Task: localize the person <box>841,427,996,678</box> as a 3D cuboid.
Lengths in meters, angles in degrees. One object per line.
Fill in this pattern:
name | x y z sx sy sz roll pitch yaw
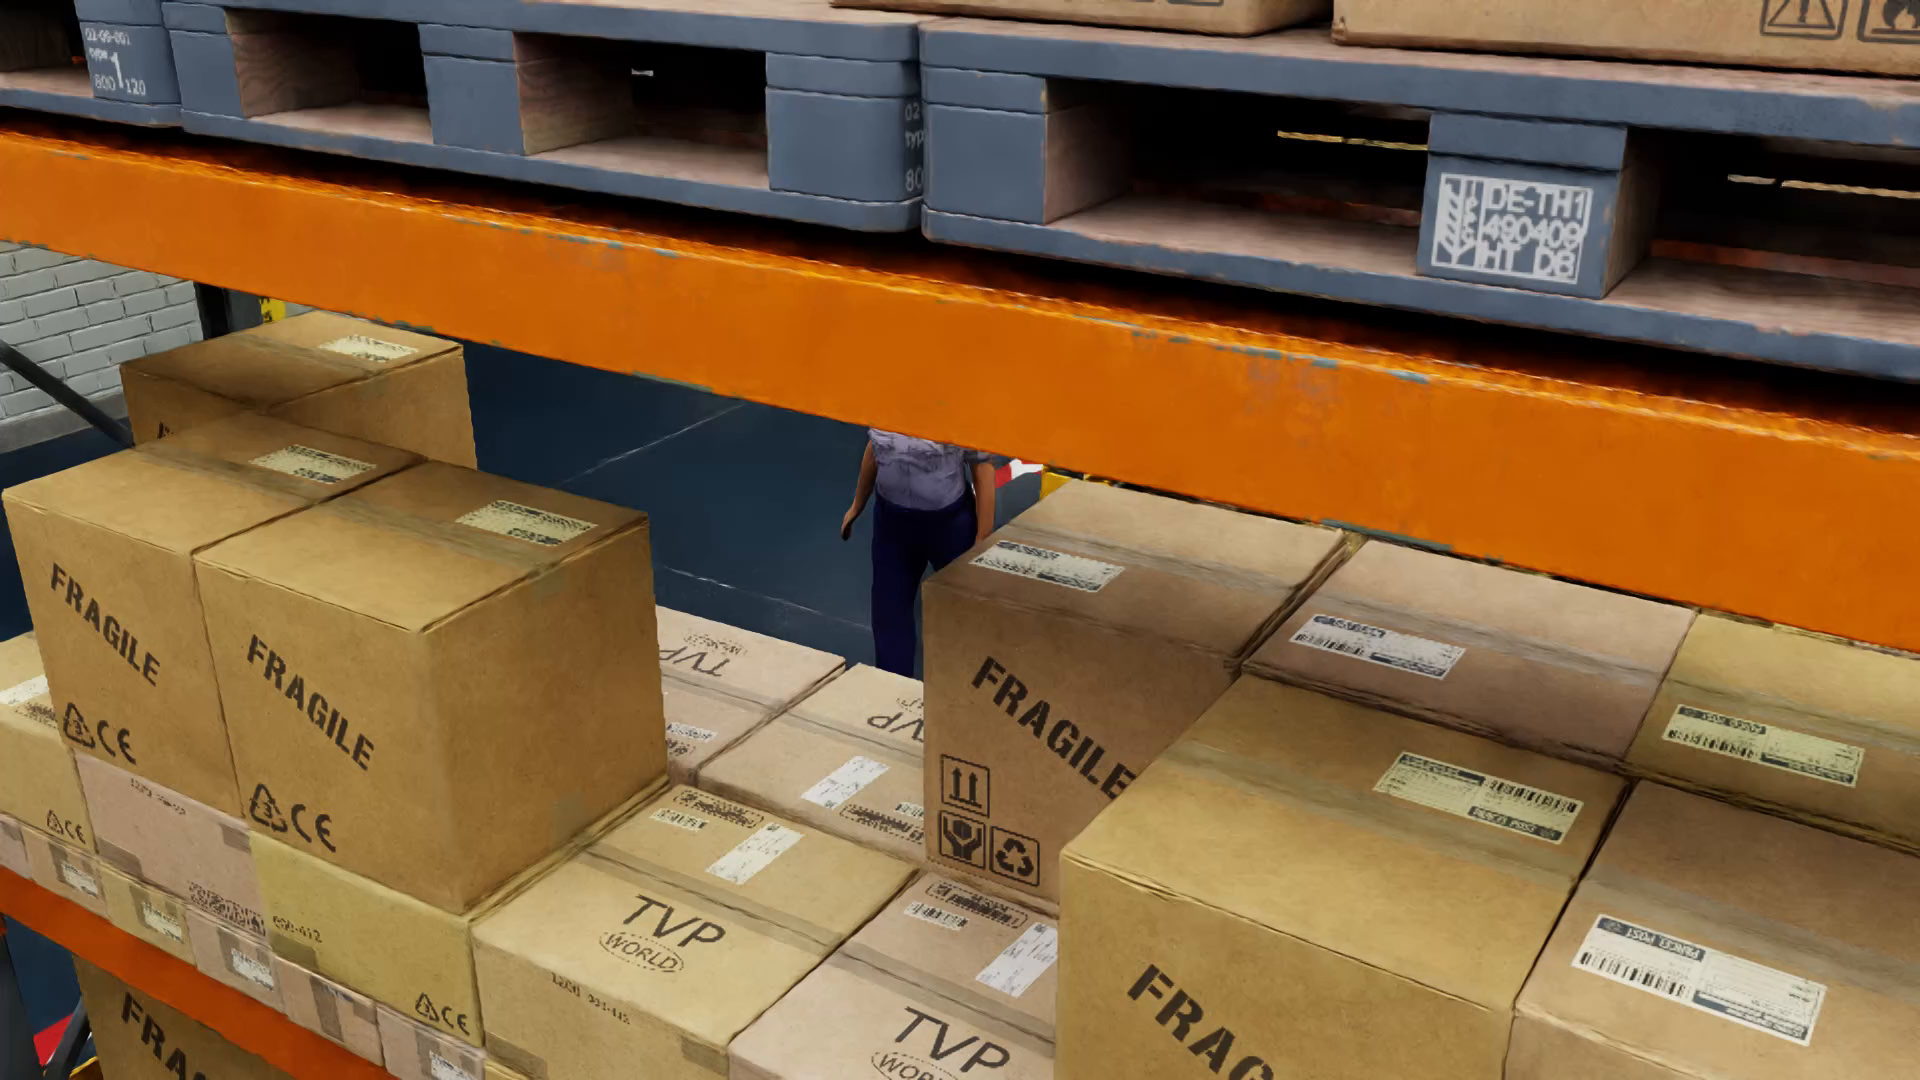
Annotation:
person | -0.145 -0.043 6.196 0.700 1.634 0.609 11 26 25
